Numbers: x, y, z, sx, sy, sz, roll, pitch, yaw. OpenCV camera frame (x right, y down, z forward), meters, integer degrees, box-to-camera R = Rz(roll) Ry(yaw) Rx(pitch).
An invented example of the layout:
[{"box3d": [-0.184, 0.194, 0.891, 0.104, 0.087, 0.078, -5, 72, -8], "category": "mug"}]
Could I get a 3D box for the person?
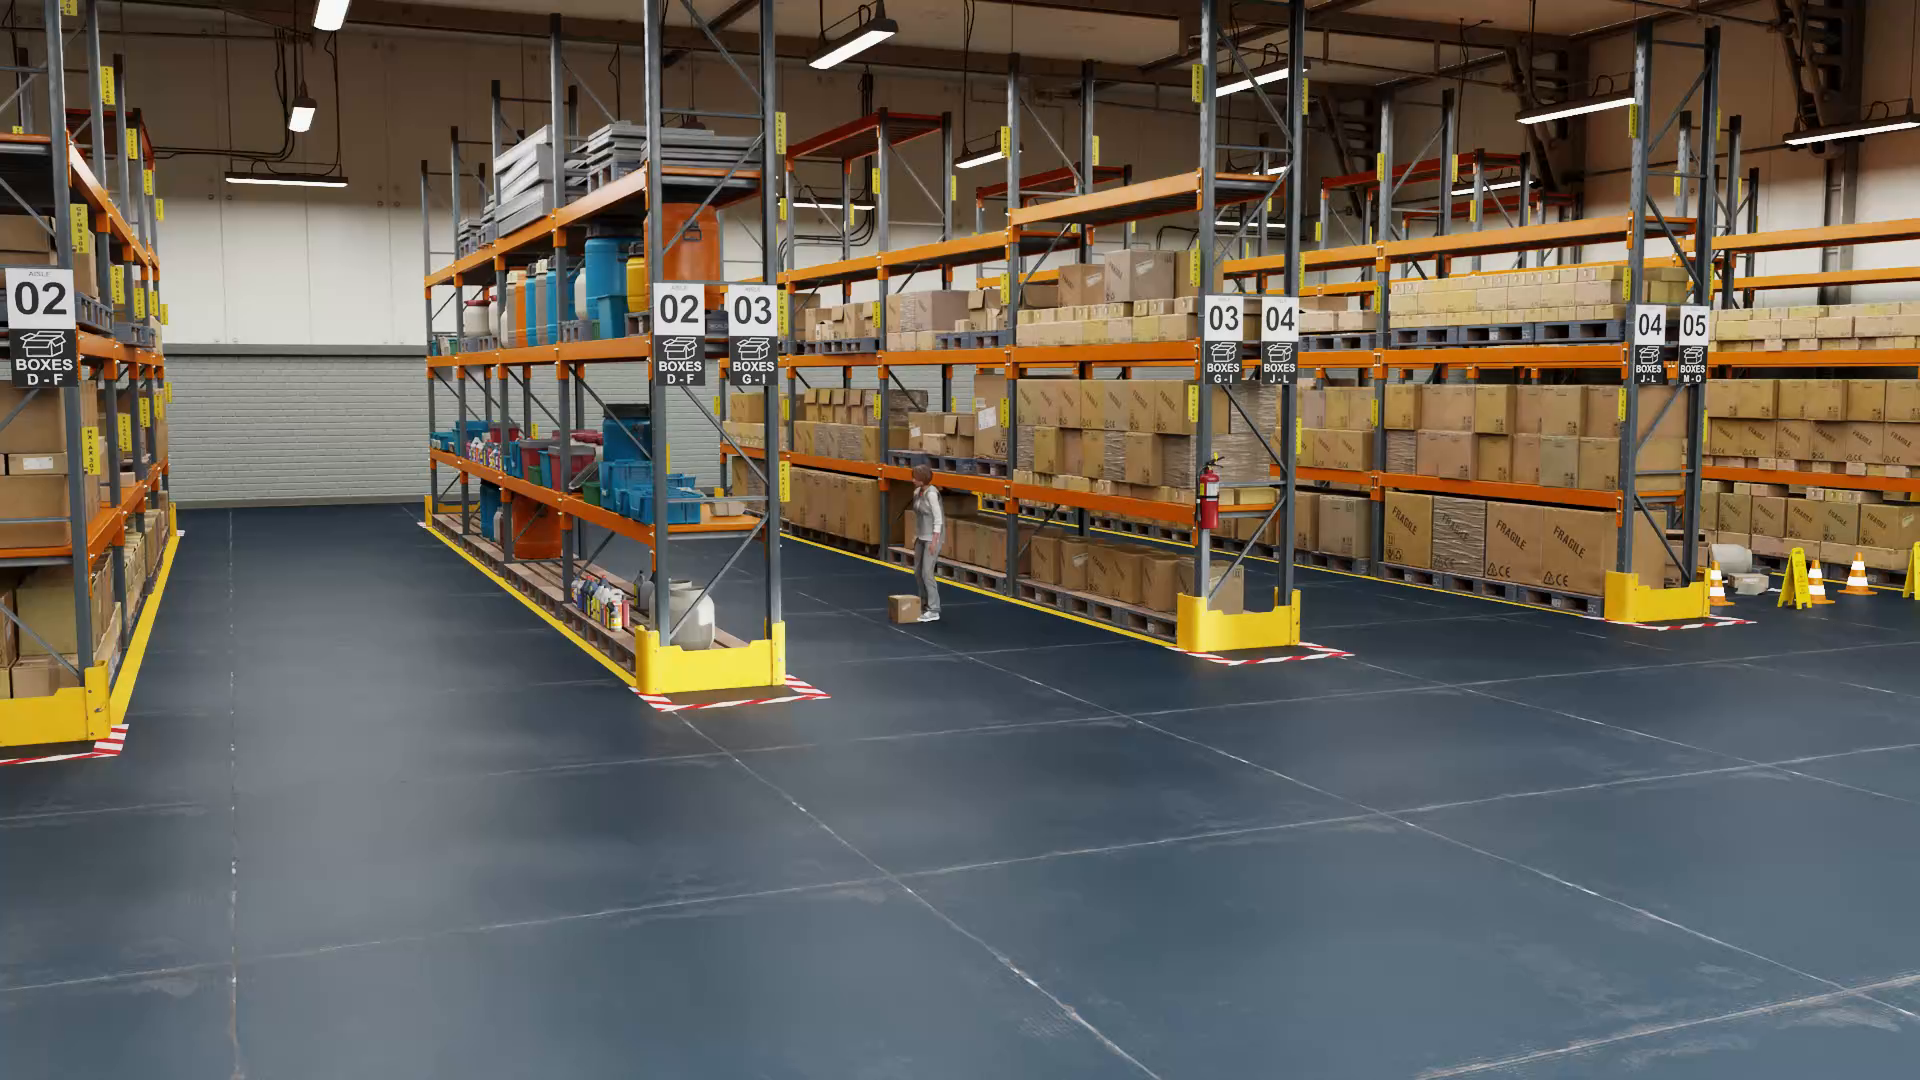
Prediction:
[{"box3d": [-4.010, -3.051, 25.746, 24.290, 6.000, 19.911, -3, 6, -27], "category": "person"}]
